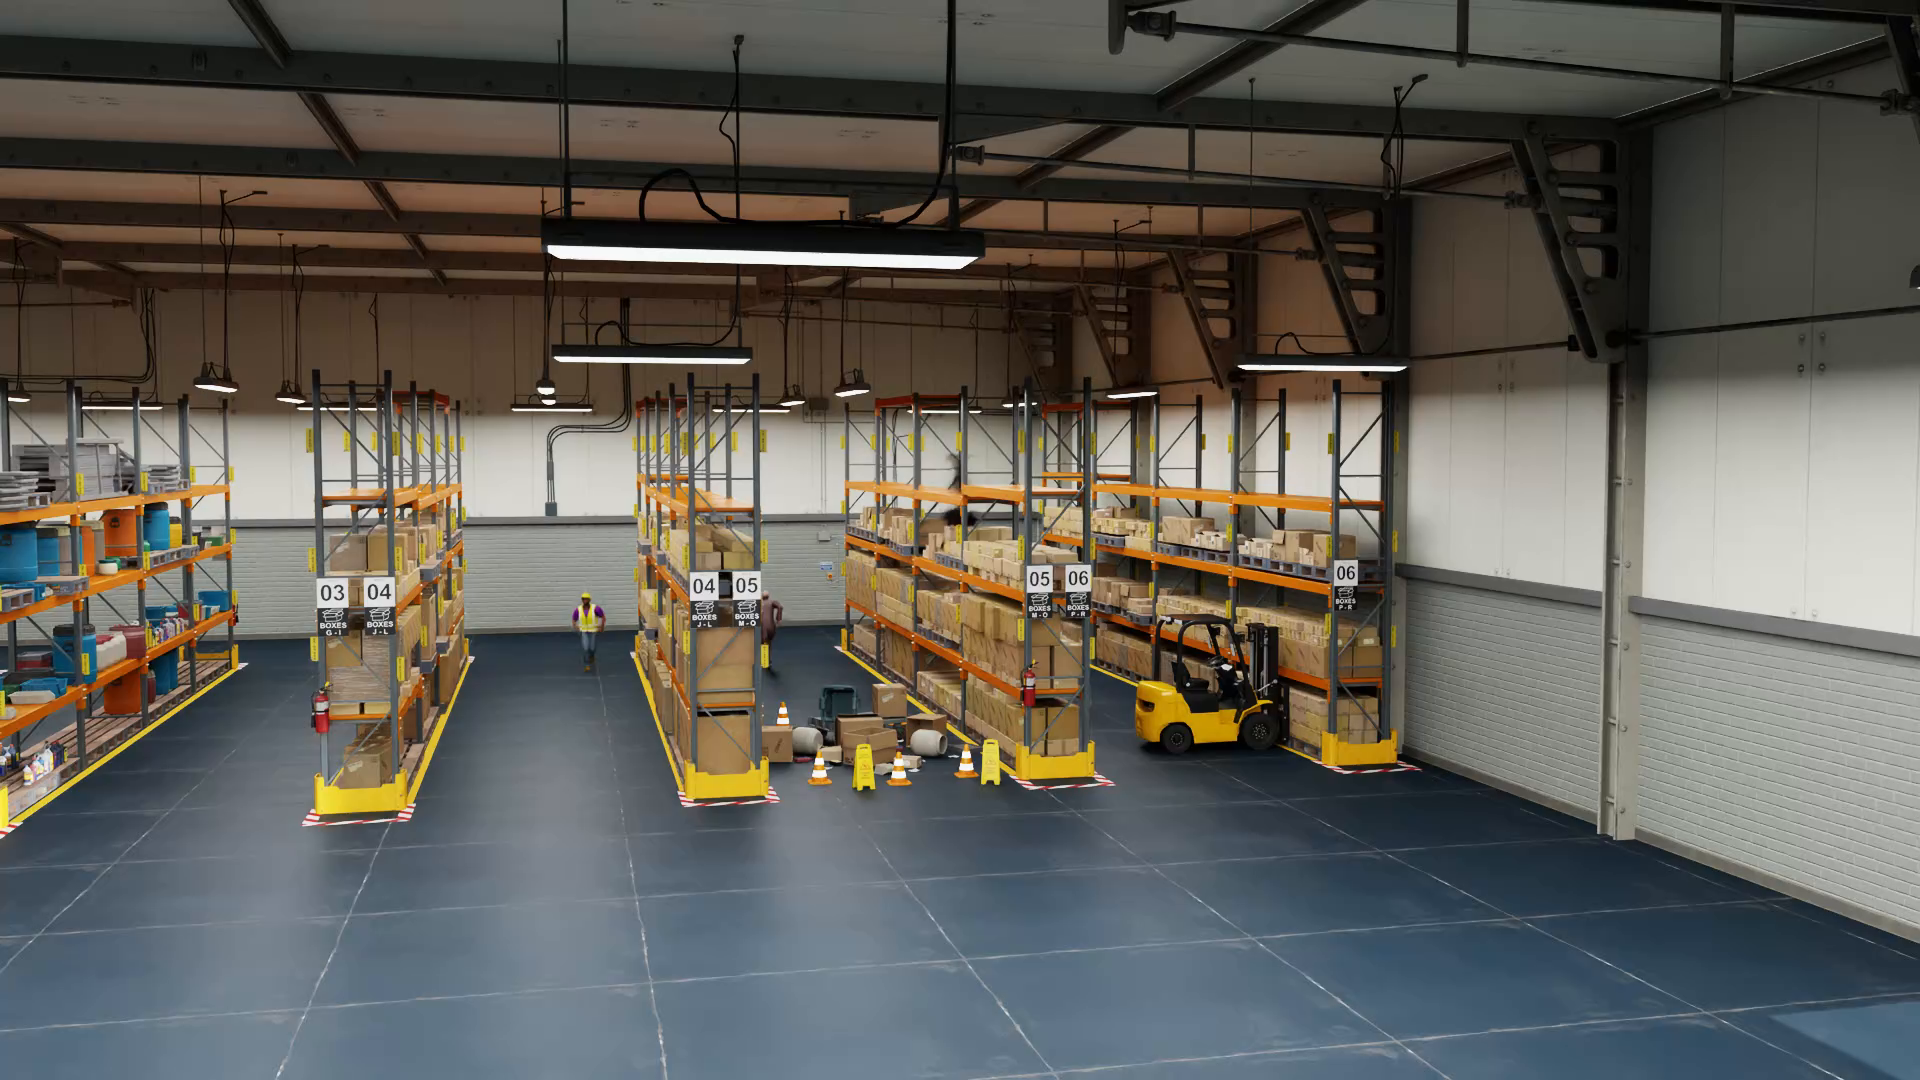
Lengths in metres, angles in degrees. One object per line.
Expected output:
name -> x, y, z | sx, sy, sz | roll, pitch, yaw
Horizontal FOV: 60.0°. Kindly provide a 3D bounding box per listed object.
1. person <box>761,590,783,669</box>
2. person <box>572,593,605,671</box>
person -> -4.271, 2.021, 36.679 | 0.697, 1.790, 1.032 | -1, 3, -16
person -> -8.201, 2.027, 36.701 | 0.714, 1.730, 0.661 | 0, 3, -6
